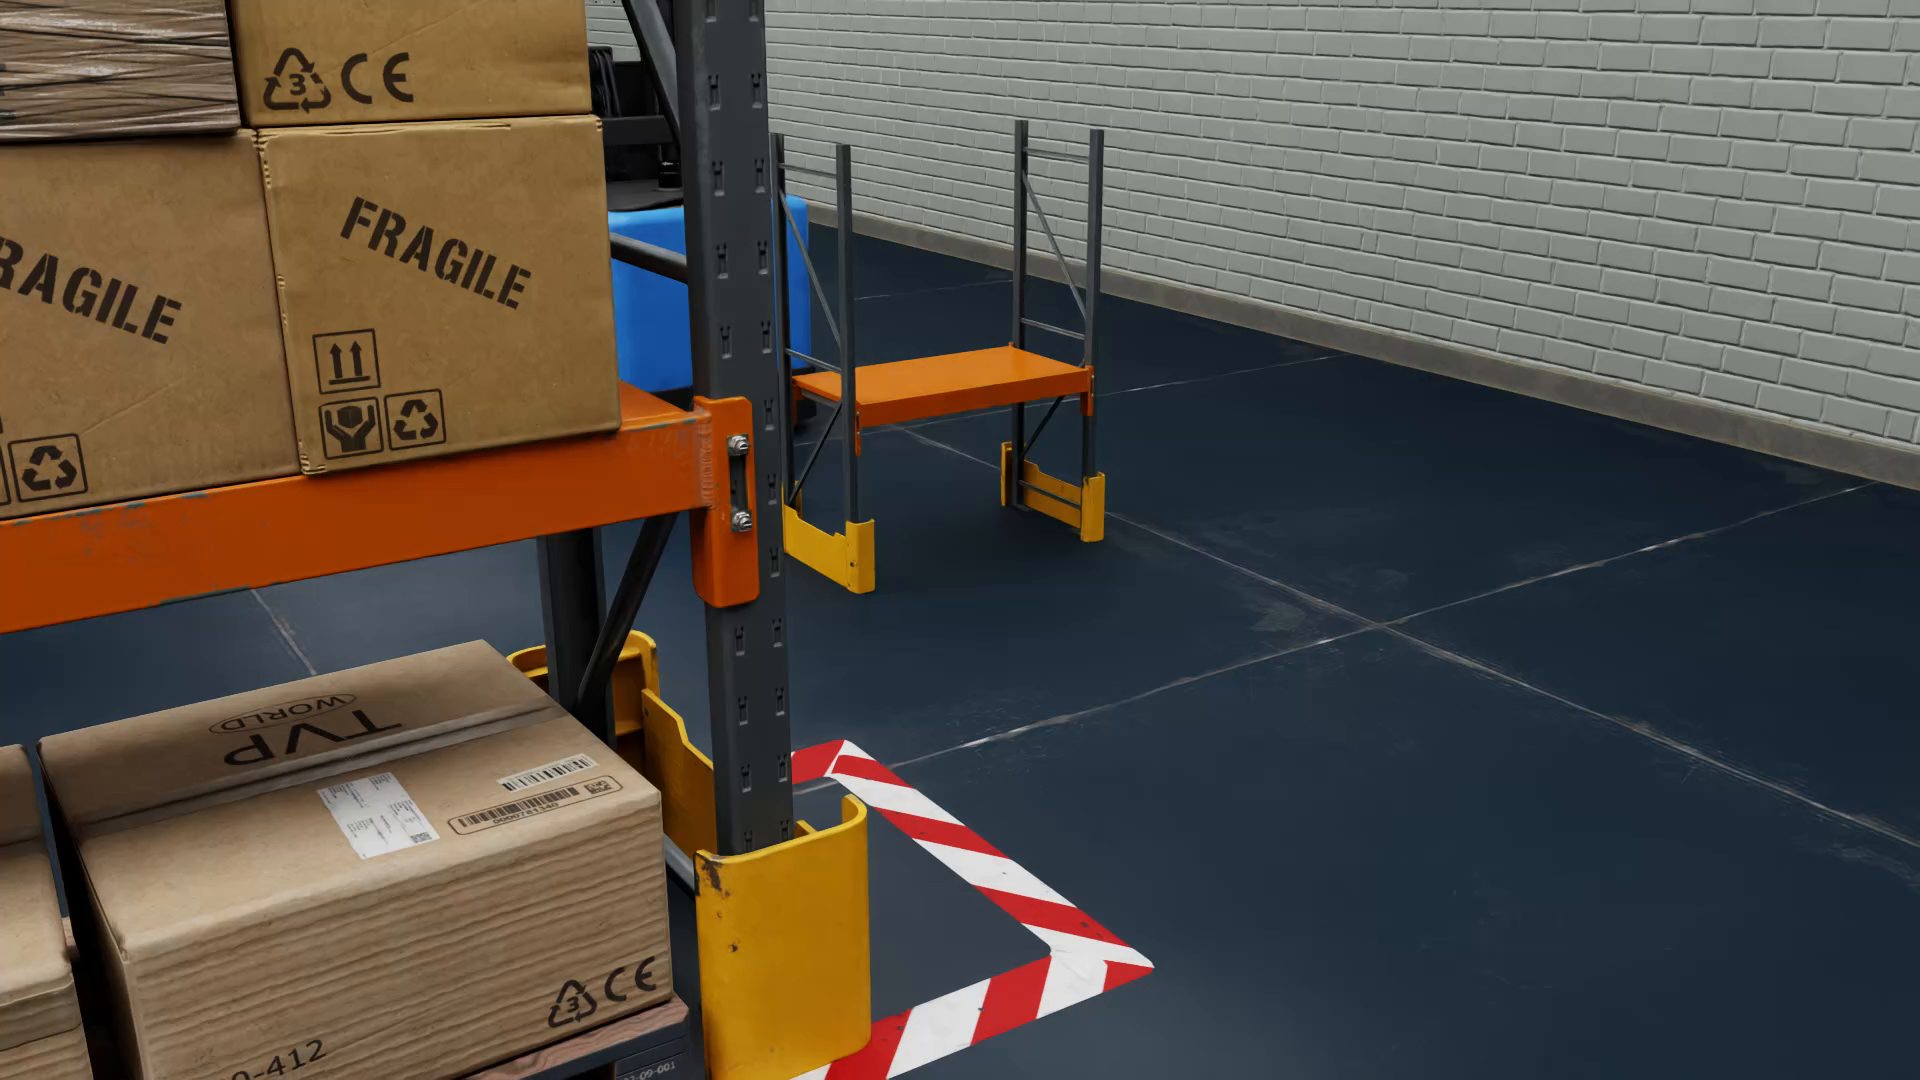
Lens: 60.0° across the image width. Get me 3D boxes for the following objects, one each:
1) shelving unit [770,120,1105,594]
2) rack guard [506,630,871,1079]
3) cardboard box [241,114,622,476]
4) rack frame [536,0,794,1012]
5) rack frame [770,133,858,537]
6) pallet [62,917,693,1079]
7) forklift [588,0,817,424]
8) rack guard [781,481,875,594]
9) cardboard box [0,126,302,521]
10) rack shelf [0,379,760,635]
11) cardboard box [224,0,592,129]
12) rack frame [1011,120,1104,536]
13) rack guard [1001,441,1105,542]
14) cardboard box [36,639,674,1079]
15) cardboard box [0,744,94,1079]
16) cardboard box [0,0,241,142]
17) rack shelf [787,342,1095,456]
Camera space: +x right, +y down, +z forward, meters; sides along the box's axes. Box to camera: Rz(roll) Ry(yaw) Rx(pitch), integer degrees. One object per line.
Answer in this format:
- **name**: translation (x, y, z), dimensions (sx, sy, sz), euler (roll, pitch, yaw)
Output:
- **shelving unit**: translation (-0.064, -0.697, 5.965), dimensions (1.083, 1.500, 0.587), euler (-12, 22, -31)
- **rack guard**: translation (-0.616, 0.633, 3.592), dimensions (0.348, 0.500, 1.175), euler (-12, 22, -31)
- **cardboard box**: translation (-0.894, -0.438, 2.702), dimensions (0.500, 0.500, 0.500), euler (-12, 22, -31)
- **rack frame**: translation (-0.636, -0.547, 3.179), dimensions (0.127, 3.000, 1.000), euler (-12, 22, -31)
- **rack frame**: translation (-0.496, -0.606, 5.695), dimensions (0.032, 1.500, 0.500), euler (-12, 22, -31)
- **pallet**: translation (-1.261, 0.936, 3.147), dimensions (1.213, 0.211, 1.003), euler (-12, 22, -31)
- **forklift**: translation (-1.969, -2.178, 8.111), dimensions (1.130, 2.935, 3.031), euler (-14, 23, -36)
- **rack guard**: translation (-0.480, -0.017, 5.906), dimensions (0.087, 0.250, 0.587), euler (-12, 22, -31)
- **cardboard box**: translation (-1.321, -0.354, 2.453), dimensions (0.500, 0.500, 0.500), euler (-12, 22, -33)
- **rack shelf**: translation (-2.307, 0.146, 2.252), dimensions (4.000, 0.370, 1.077), euler (-12, 22, -31)
- **cardboard box**: translation (-0.908, -0.919, 2.563), dimensions (0.500, 0.500, 0.500), euler (-11, 22, -30)
- **rack frame**: translation (0.353, -0.785, 6.225), dimensions (0.032, 1.500, 0.500), euler (-12, 22, -31)
- **rack guard**: translation (0.352, -0.193, 6.425), dimensions (0.087, 0.250, 0.587), euler (-12, 22, -31)
- **cardboard box**: translation (-1.133, 0.611, 3.099), dimensions (0.875, 0.438, 0.875), euler (-13, 23, -33)
- **cardboard box**: translation (-1.892, 0.774, 2.615), dimensions (0.875, 0.438, 0.875), euler (-11, 22, -30)
- **cardboard box**: translation (-1.329, -0.819, 2.268), dimensions (0.500, 0.500, 0.500), euler (-12, 22, -31)
- **rack shelf**: translation (-0.071, -0.525, 6.018), dimensions (1.000, 0.185, 0.538), euler (-12, 22, -31)
